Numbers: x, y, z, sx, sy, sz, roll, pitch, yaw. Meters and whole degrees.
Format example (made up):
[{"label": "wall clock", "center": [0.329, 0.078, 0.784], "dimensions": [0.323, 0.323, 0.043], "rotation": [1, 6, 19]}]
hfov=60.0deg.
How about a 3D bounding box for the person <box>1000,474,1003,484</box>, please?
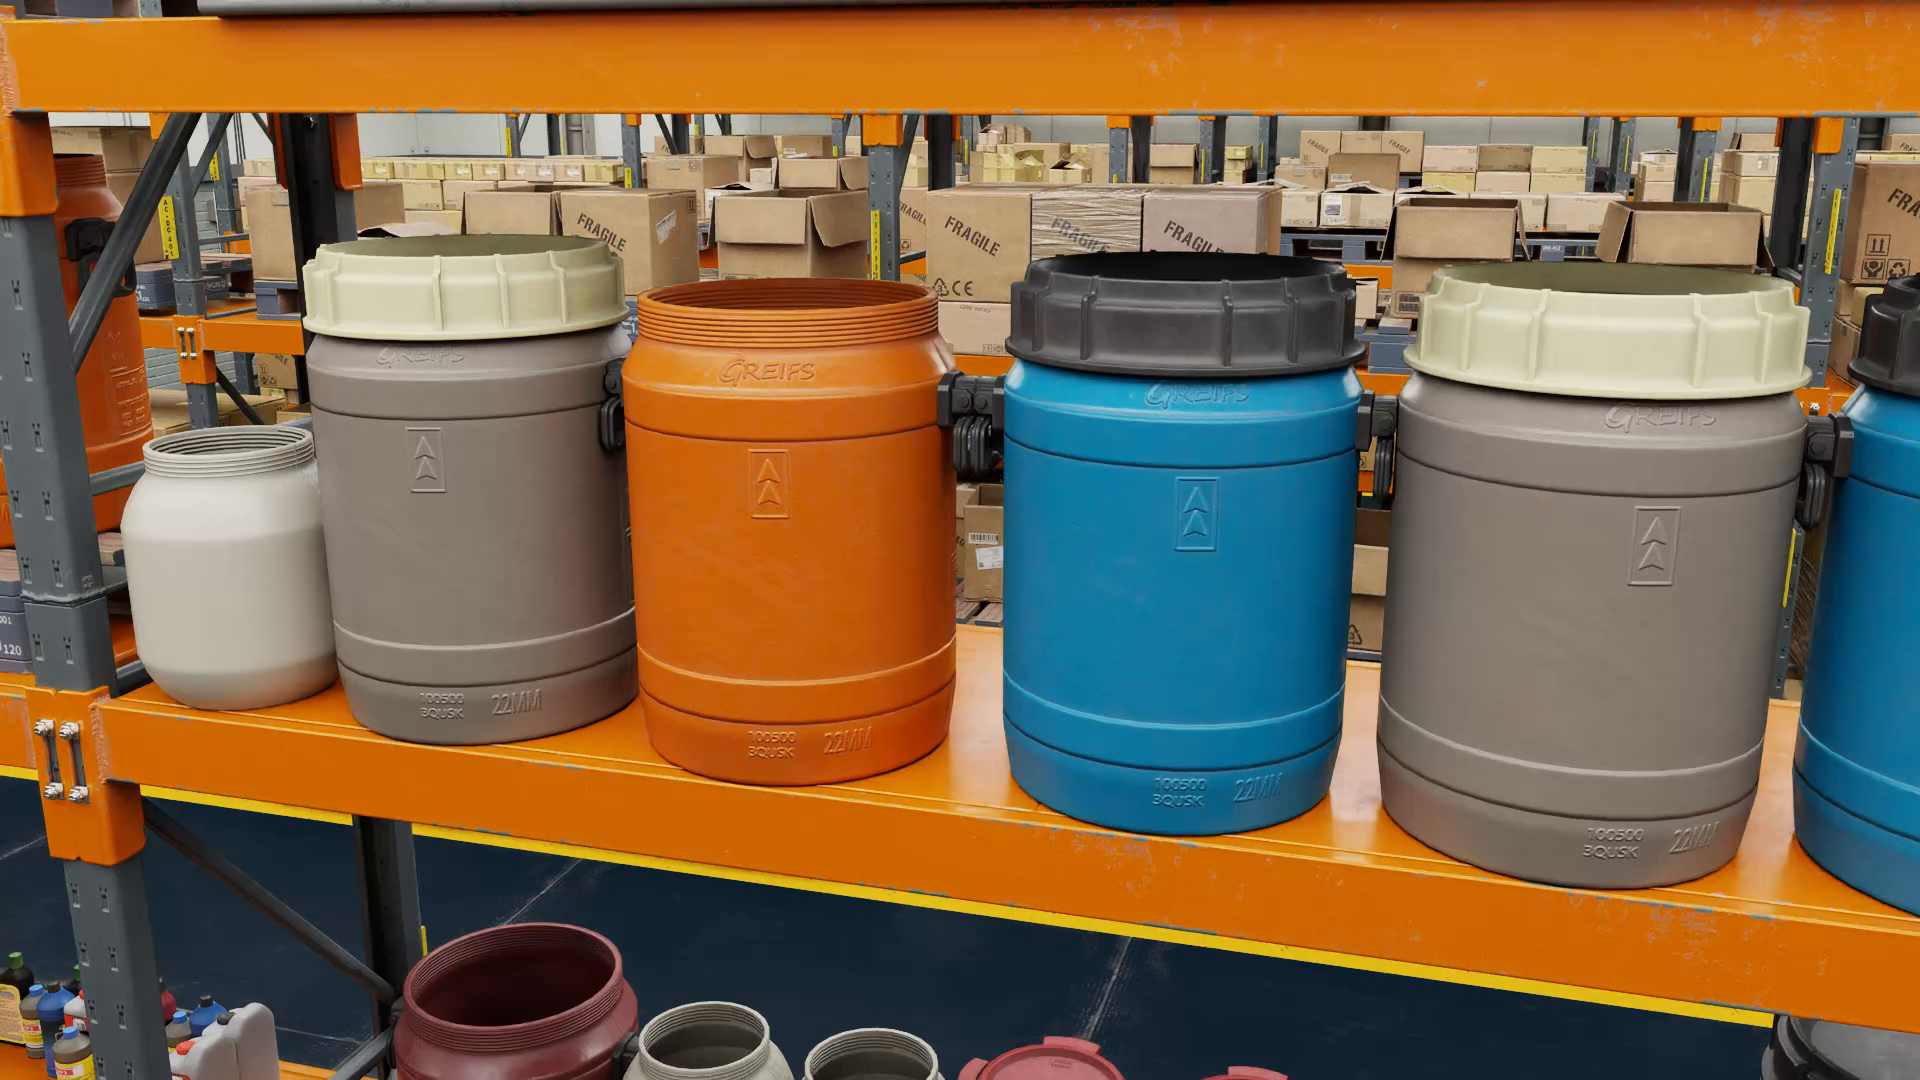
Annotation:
[{"label": "person", "center": [0.498, -0.015, 11.991], "dimensions": [0.519, 1.776, 0.600], "rotation": [1, 15, 3]}]
